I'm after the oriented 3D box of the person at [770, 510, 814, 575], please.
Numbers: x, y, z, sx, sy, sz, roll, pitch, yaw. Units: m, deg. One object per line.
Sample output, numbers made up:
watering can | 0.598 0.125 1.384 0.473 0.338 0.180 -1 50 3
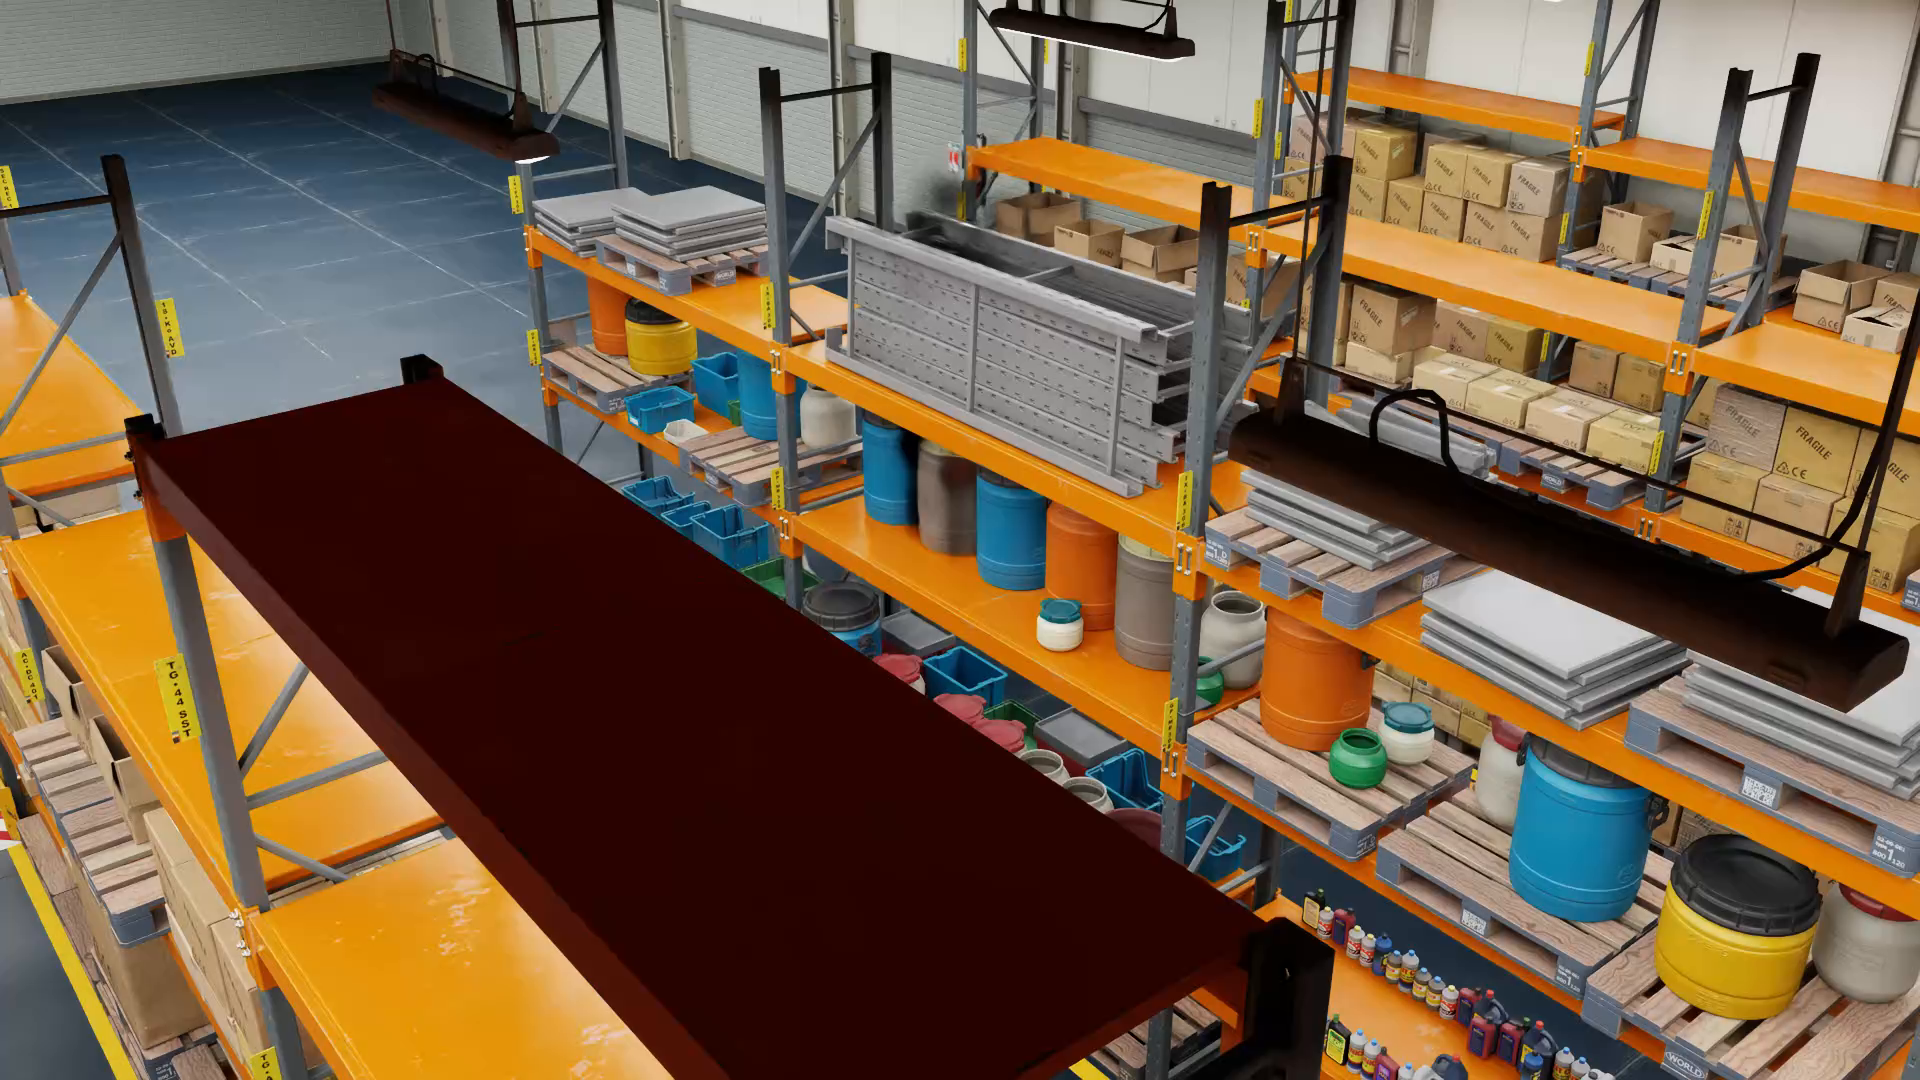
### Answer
person | -1.766 -0.227 16.753 0.659 1.782 0.661 18 31 33
